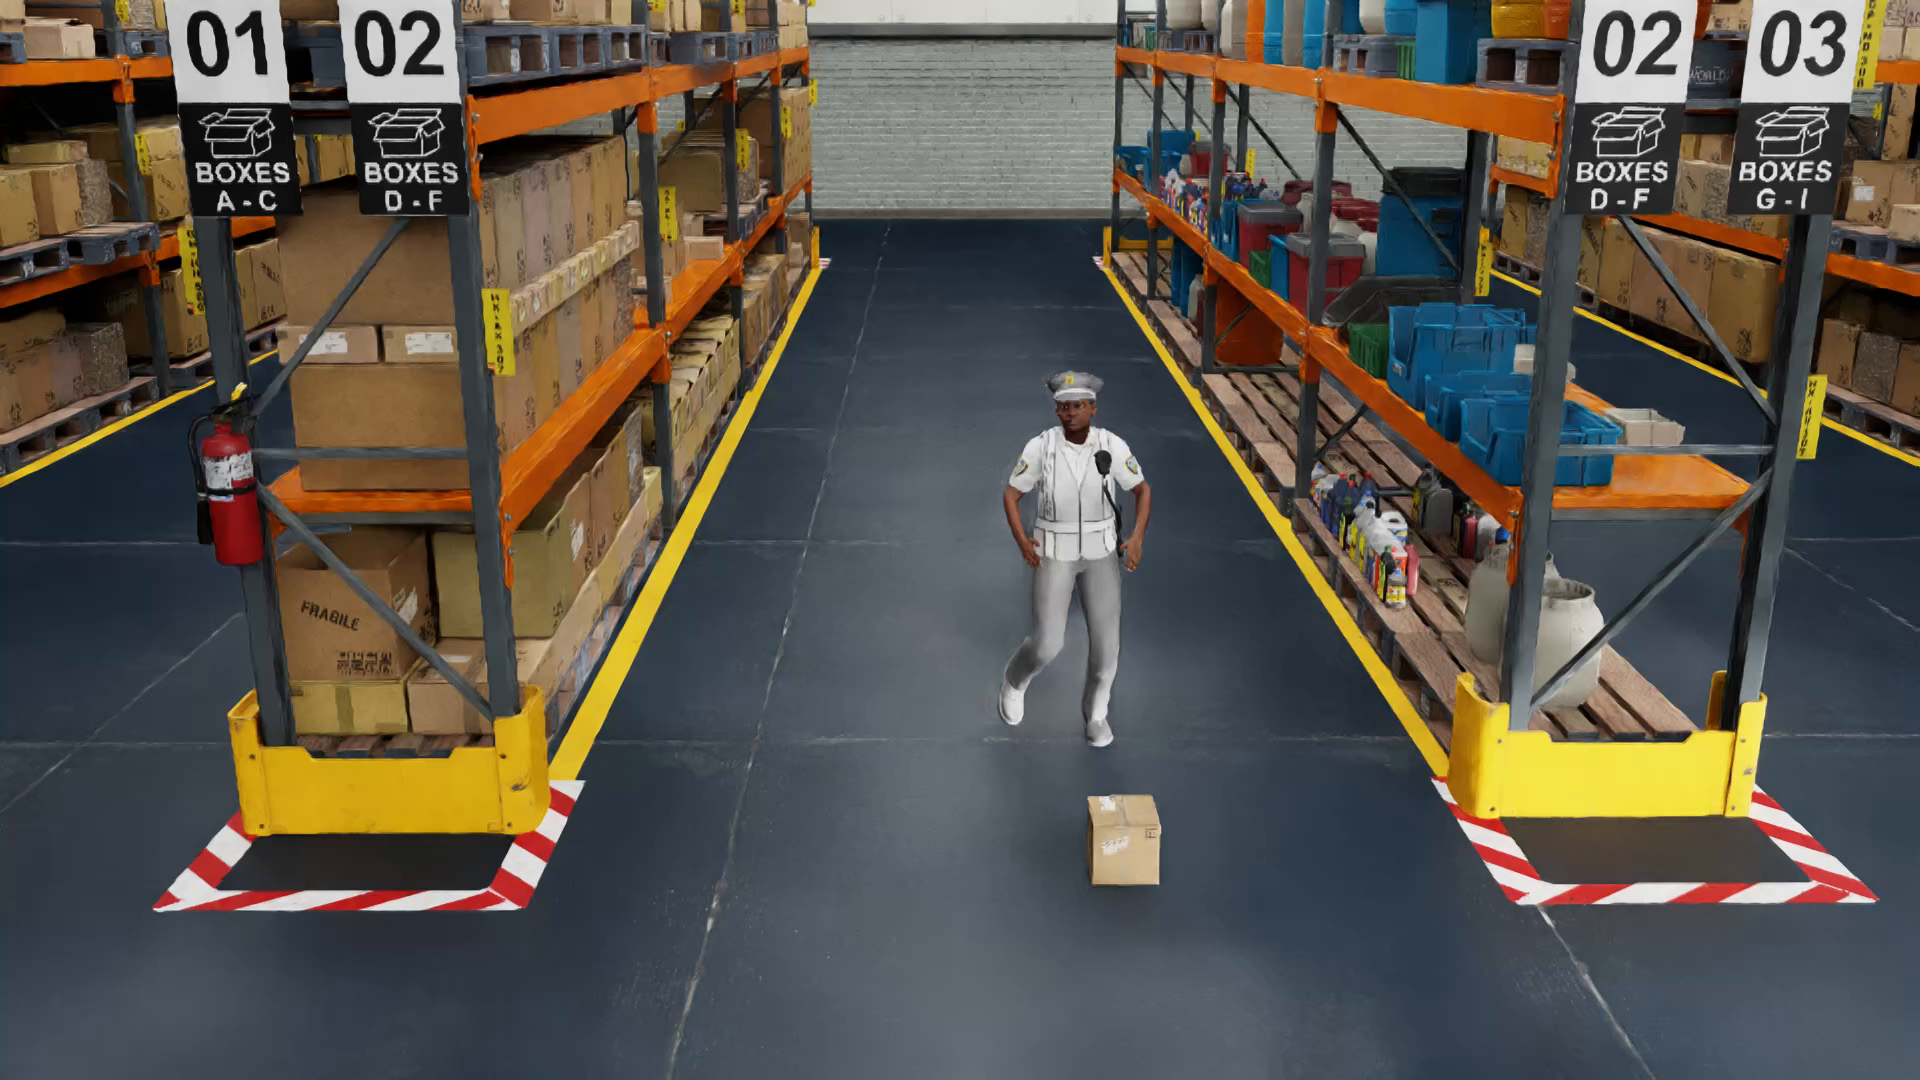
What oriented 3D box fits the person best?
[{"bbox_3d":[0.519,0.083,7.289,0.673,1.665,0.466,-2,17,-7],"label":"person"}]
